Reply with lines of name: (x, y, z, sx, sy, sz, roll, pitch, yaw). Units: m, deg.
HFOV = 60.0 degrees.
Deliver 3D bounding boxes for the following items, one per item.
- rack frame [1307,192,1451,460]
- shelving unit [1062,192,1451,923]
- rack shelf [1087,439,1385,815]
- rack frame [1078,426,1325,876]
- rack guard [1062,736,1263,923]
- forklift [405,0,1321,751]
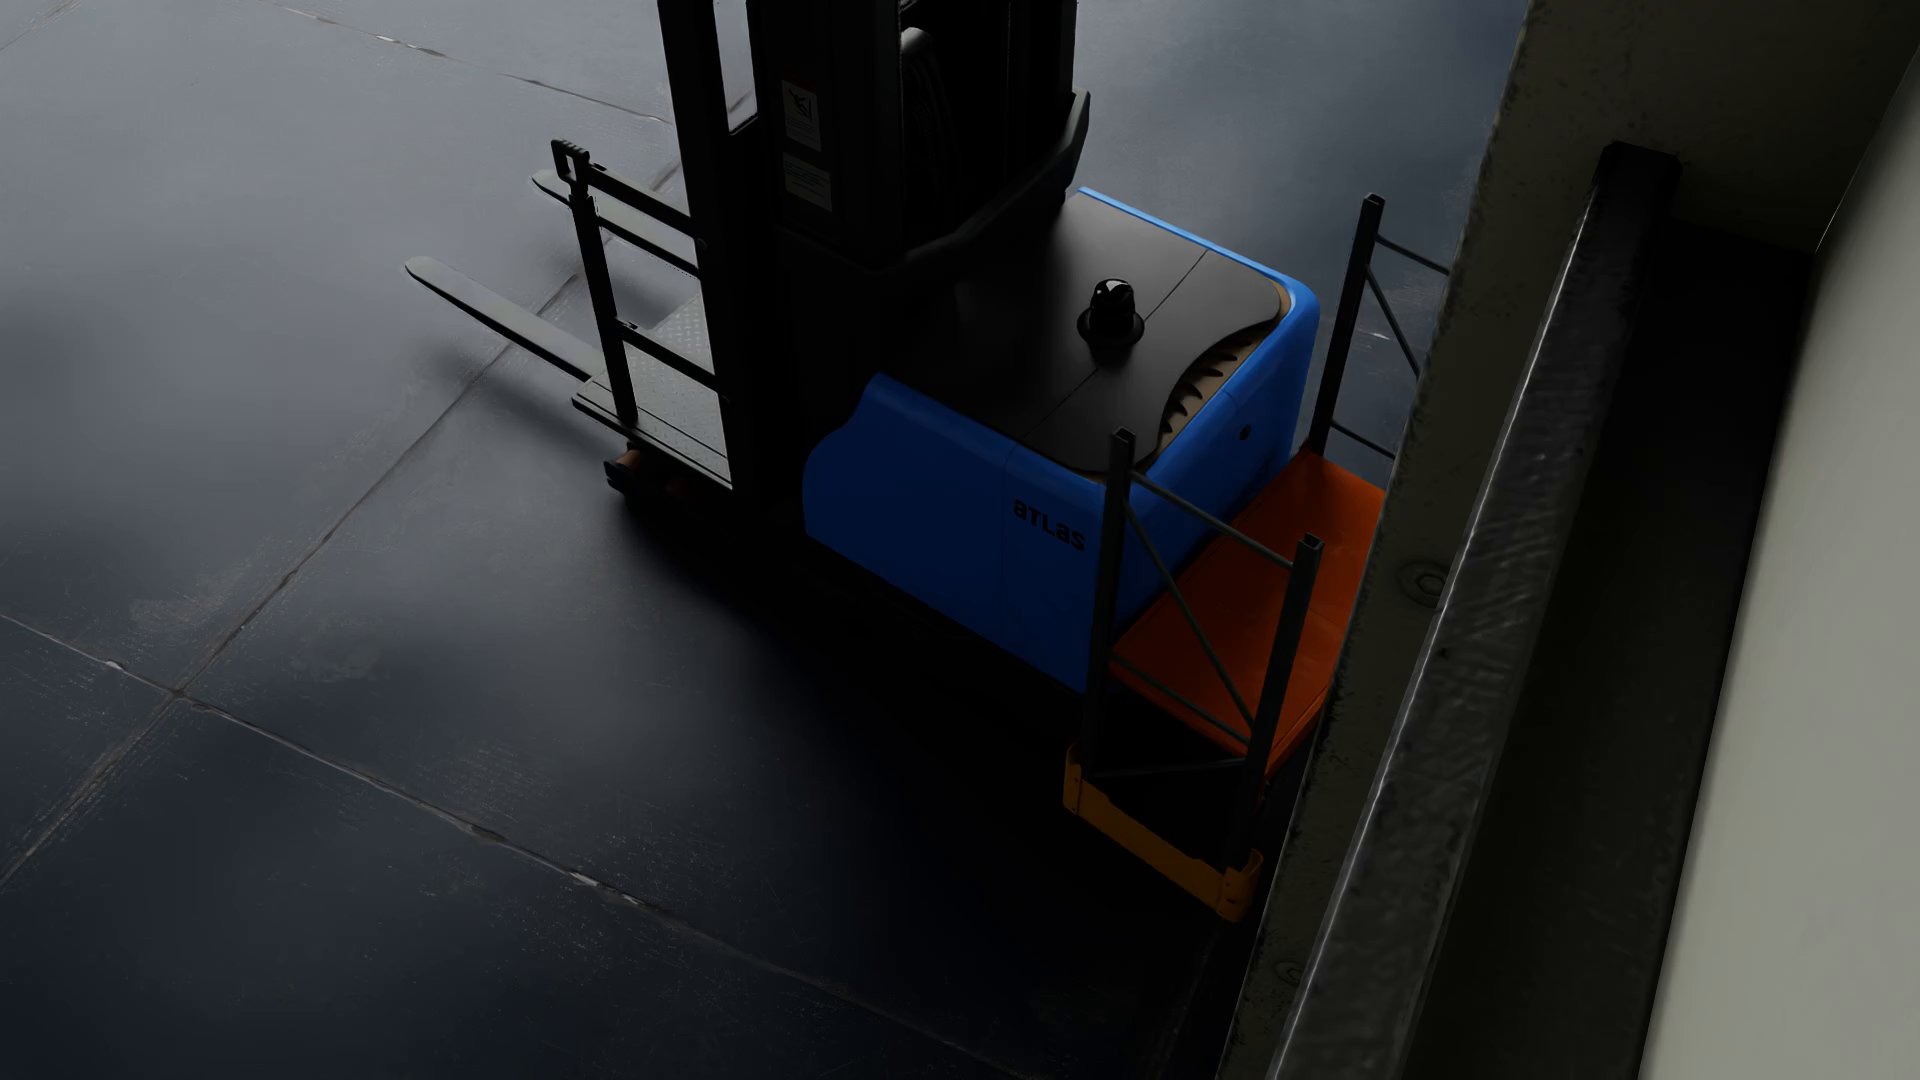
rack frame: (1.166, -0.220, 4.451, 0.500, 1.500, 0.032, 32, 57, 24)
shelving unit: (0.847, 0.073, 4.202, 0.587, 1.500, 1.083, 32, 57, 24)
rack shelf: (0.841, 0.195, 4.335, 0.538, 0.185, 1.000, 32, 57, 24)
rack frame: (0.517, 0.376, 3.944, 0.500, 1.500, 0.032, 32, 57, 24)
rack guard: (0.528, 0.769, 4.431, 0.587, 0.250, 0.087, 32, 57, 24)
forklift: (-0.513, -1.283, 4.418, 3.031, 2.935, 1.130, 29, 56, 23)
